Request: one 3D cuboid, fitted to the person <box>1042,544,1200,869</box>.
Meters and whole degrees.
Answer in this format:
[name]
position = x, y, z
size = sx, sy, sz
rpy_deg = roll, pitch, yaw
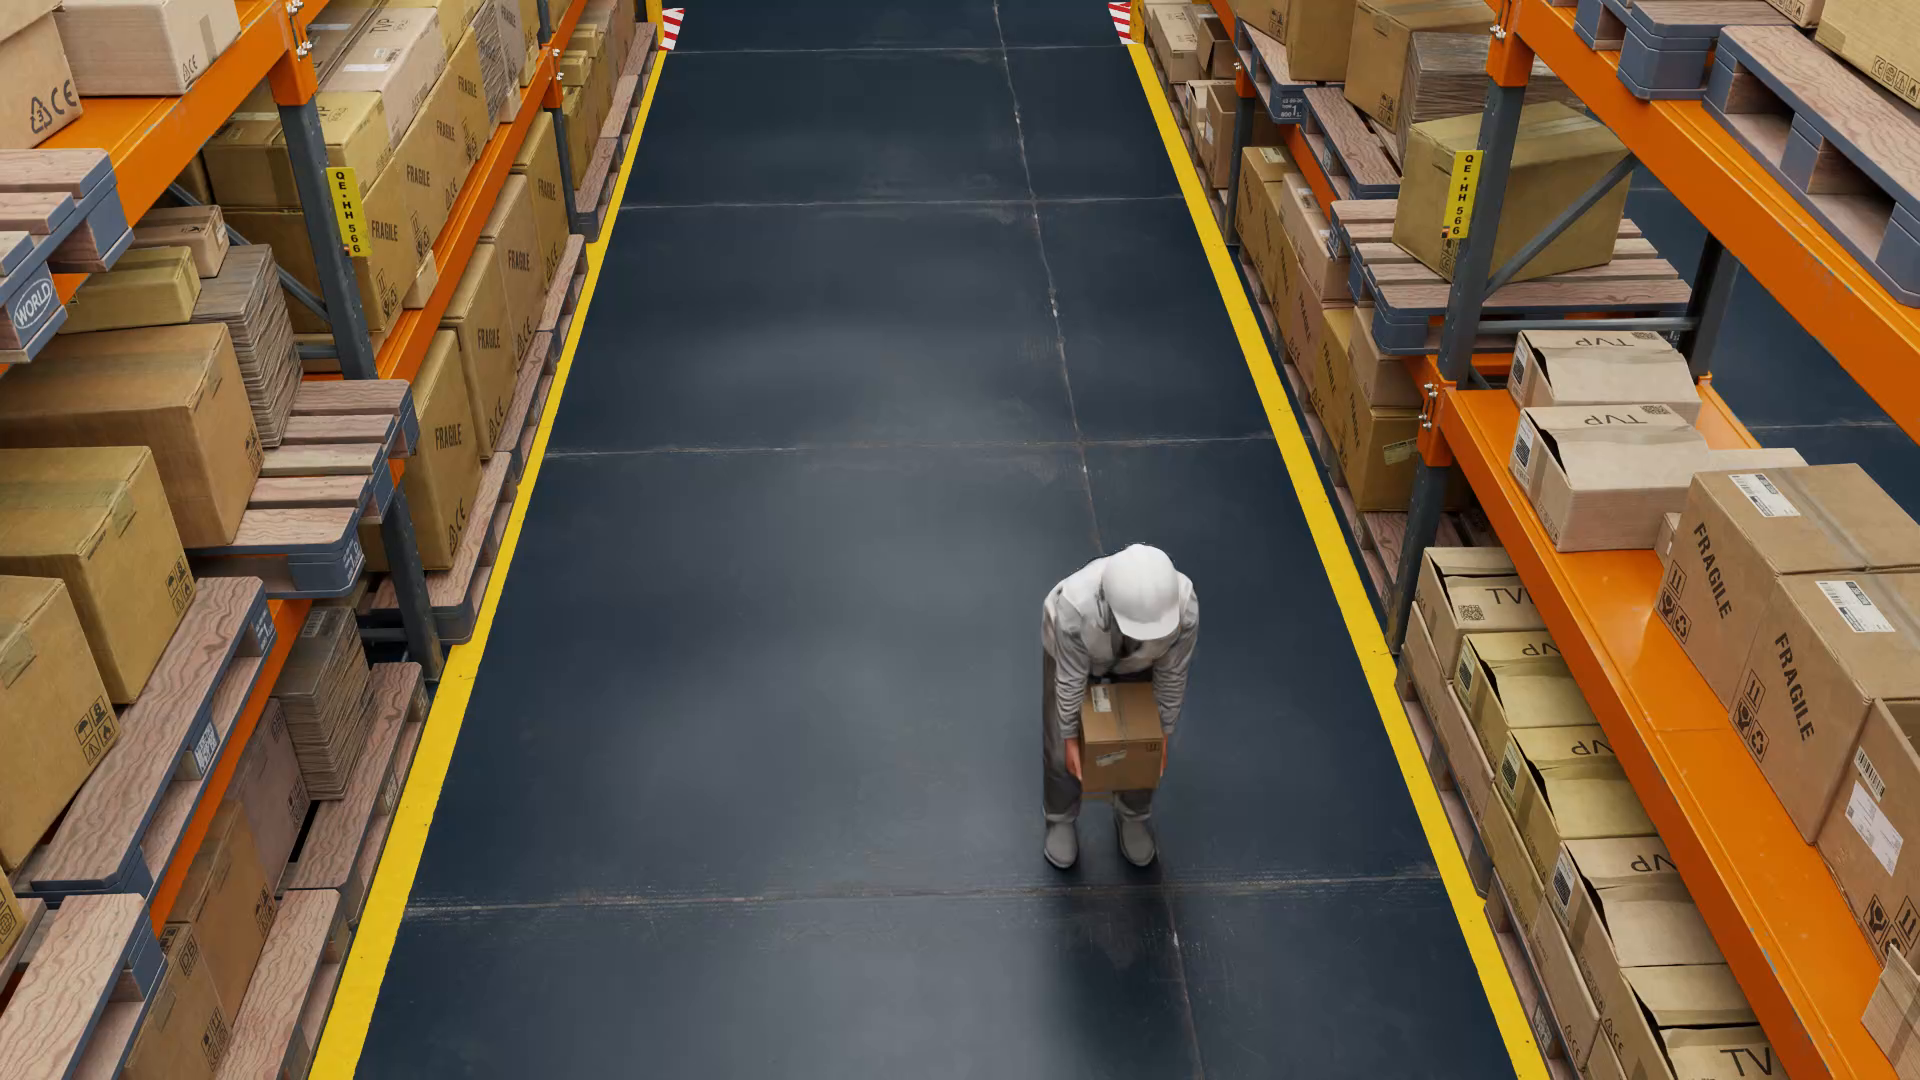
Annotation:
[person]
position = 0.519, 0.537, 5.514
size = 0.467, 1.597, 0.794
rpy_deg = -2, 35, -3
